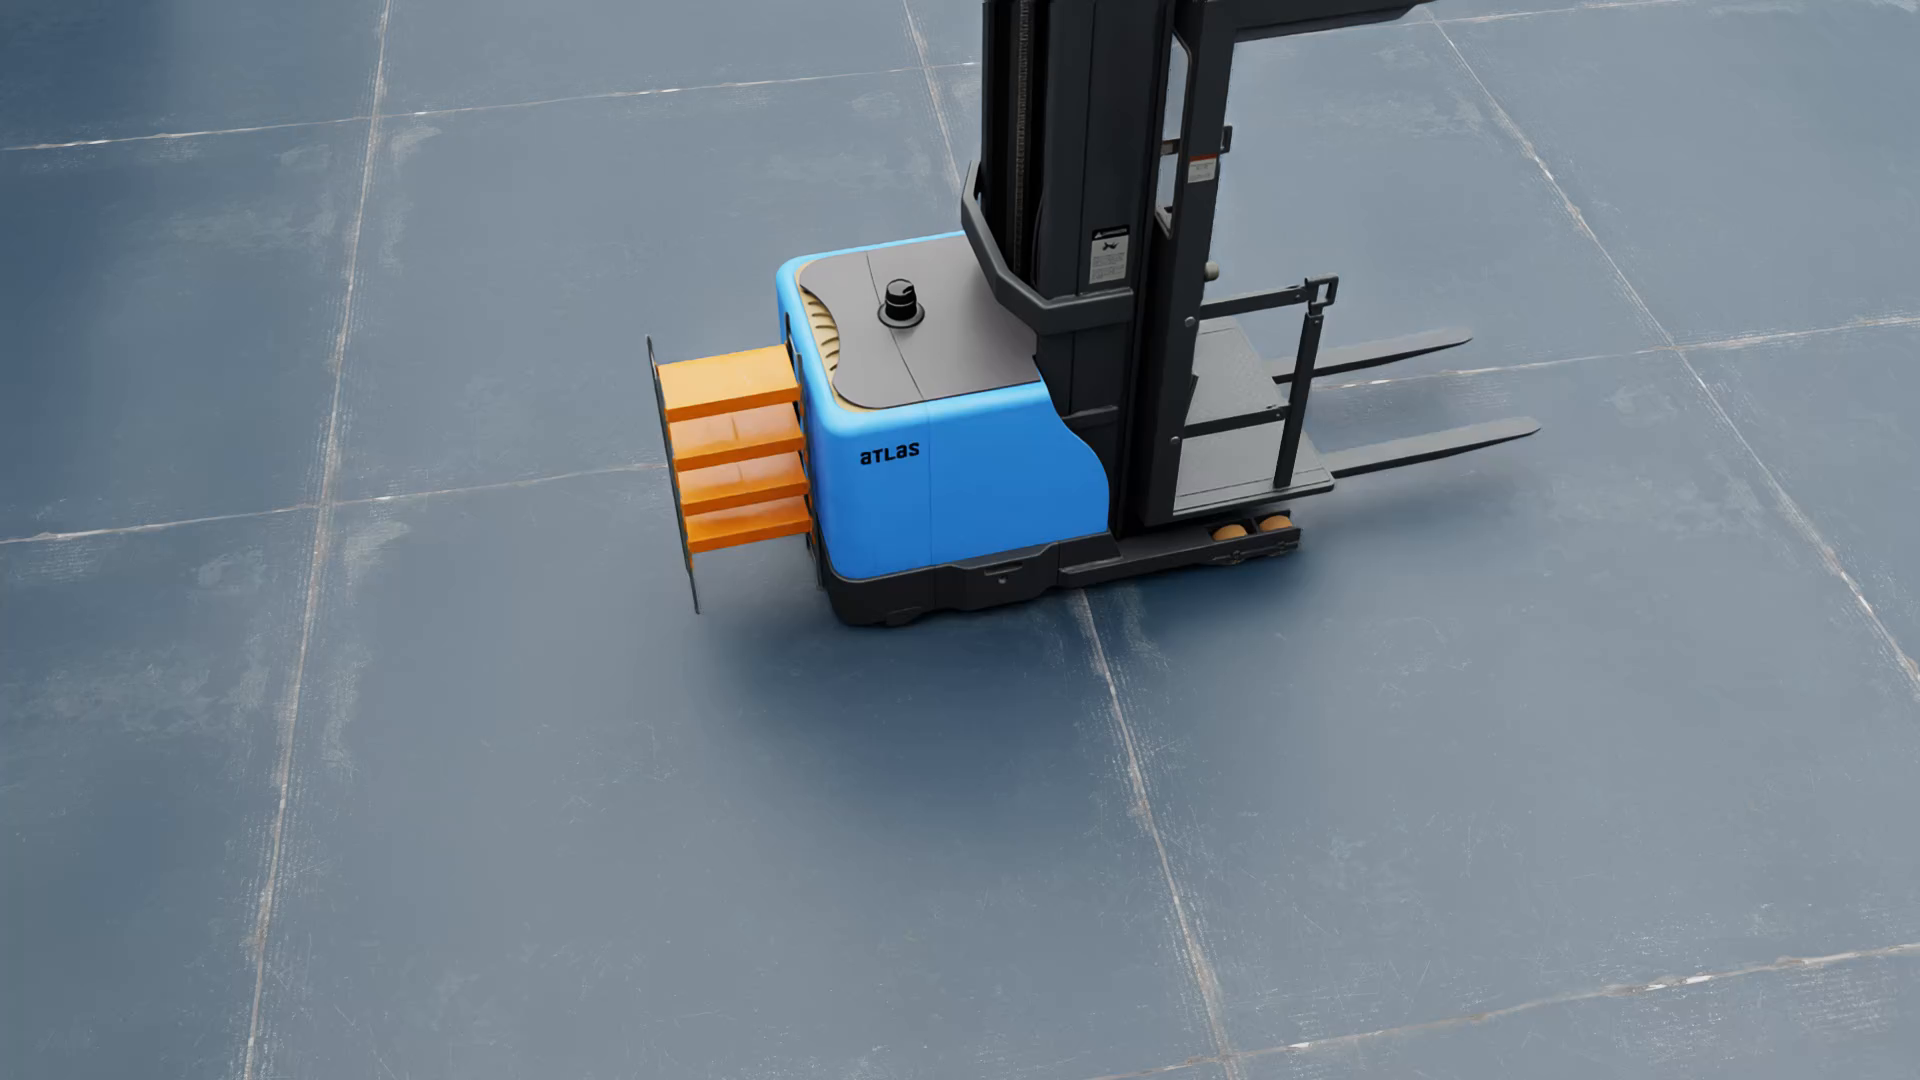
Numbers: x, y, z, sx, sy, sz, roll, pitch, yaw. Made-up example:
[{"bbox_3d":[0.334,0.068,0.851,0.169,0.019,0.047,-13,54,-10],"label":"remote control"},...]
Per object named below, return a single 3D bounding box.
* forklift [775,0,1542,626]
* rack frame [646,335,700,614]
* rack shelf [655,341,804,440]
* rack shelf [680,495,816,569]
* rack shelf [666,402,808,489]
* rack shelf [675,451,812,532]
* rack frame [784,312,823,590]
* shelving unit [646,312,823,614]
[{"bbox_3d":[0.865,-1.275,5.943,3.031,2.935,1.130,-11,47,-10],"label":"forklift"},{"bbox_3d":[-1.052,-0.212,6.121,0.015,1.200,0.240,-11,47,-10],"label":"rack frame"},{"bbox_3d":[-0.817,-0.531,5.882,0.480,0.148,0.258,-11,47,-10],"label":"rack shelf"},{"bbox_3d":[-0.817,-0.073,6.357,0.480,0.148,0.258,-11,47,-10],"label":"rack shelf"},{"bbox_3d":[-0.817,-0.366,6.053,0.480,0.148,0.258,-11,47,-10],"label":"rack shelf"},{"bbox_3d":[-0.817,-0.211,6.214,0.480,0.148,0.258,-11,47,-10],"label":"rack shelf"},{"bbox_3d":[-0.581,-0.304,6.210,0.015,1.200,0.240,-11,47,-10],"label":"rack frame"},{"bbox_3d":[-0.817,-0.258,6.165,0.503,1.200,0.258,-11,47,-10],"label":"shelving unit"}]
